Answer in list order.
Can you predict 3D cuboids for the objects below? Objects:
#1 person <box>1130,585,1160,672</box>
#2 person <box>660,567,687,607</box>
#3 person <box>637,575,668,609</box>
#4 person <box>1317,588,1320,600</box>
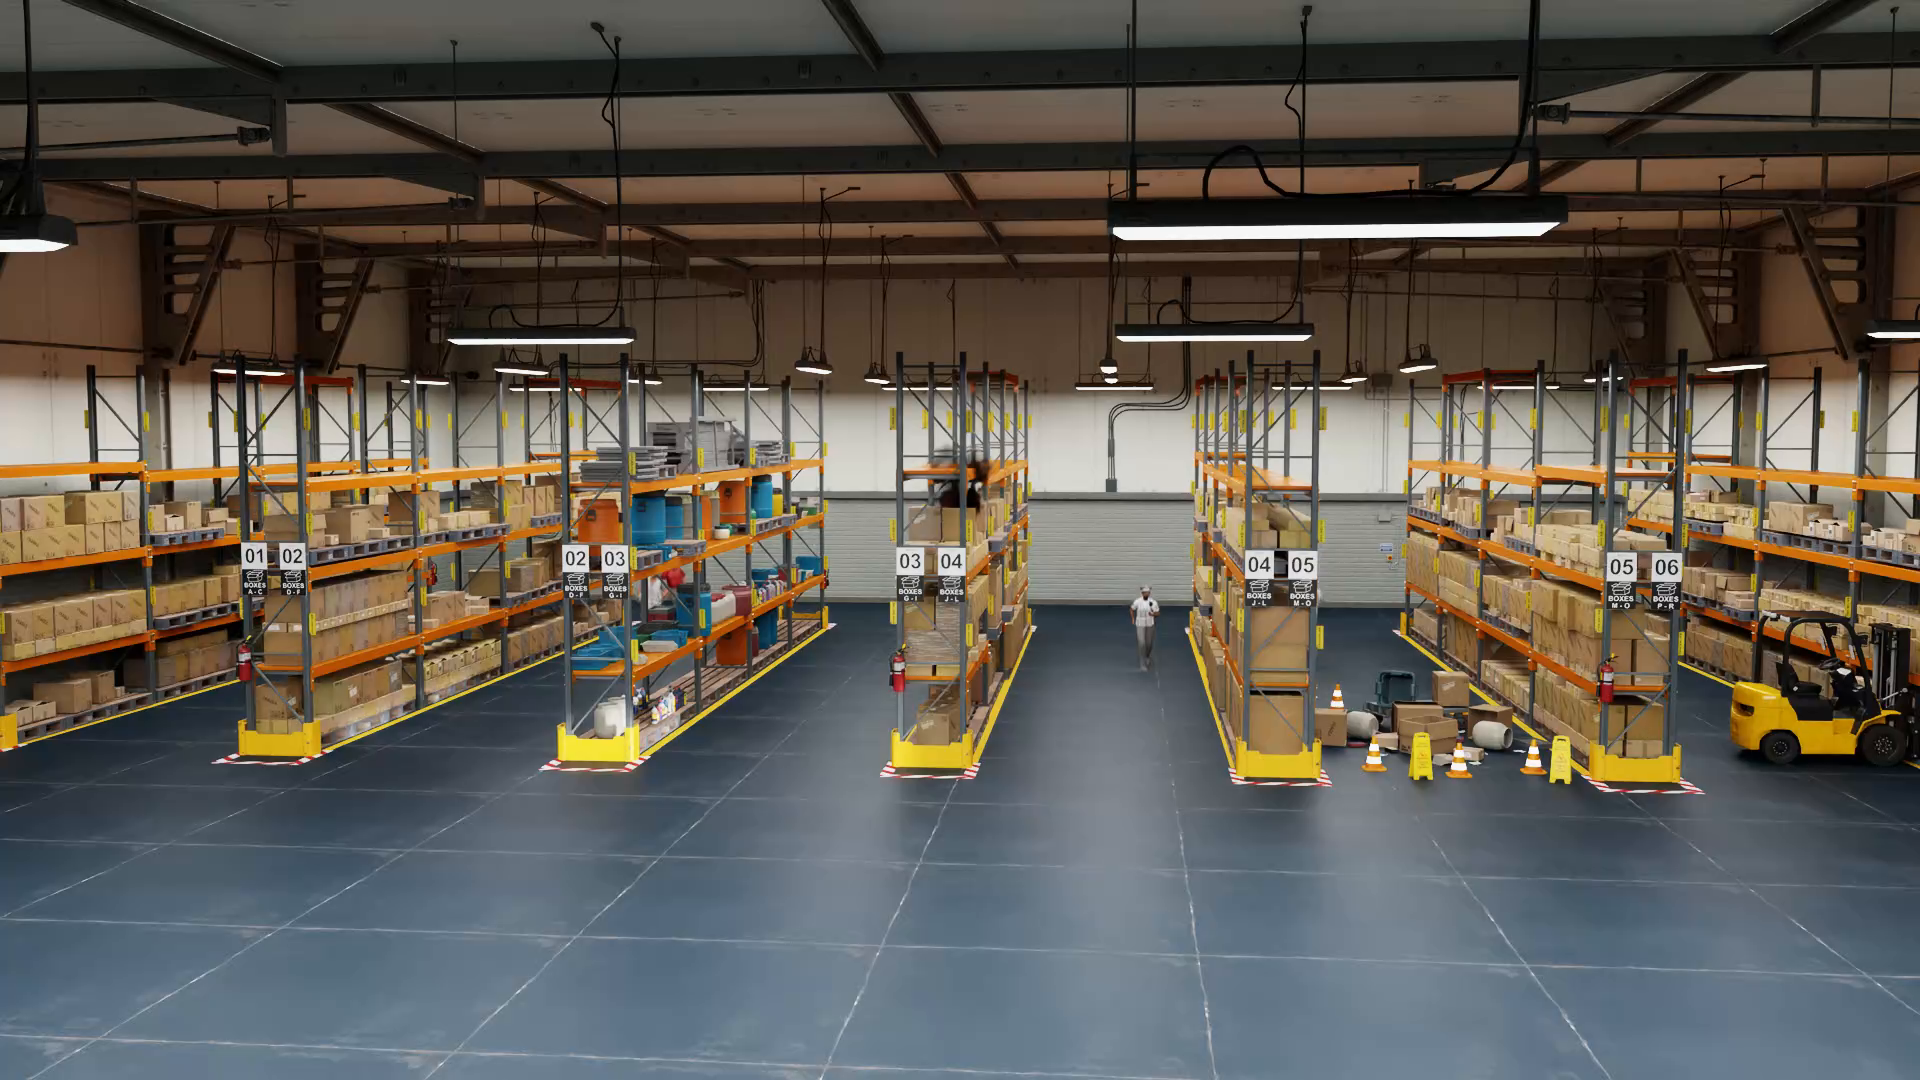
[{"bbox_3d":[3.740,1.752,33.531,0.569,1.699,0.894,0,4,-1],"label":"person"},{"bbox_3d":[-6.982,1.270,40.861,0.707,1.655,0.510,-3,5,-32],"label":"person"},{"bbox_3d":[-6.927,1.458,37.451,0.686,1.764,0.867,0,4,-6],"label":"person"},{"bbox_3d":[7.620,1.566,36.534,0.611,1.763,0.751,0,4,0],"label":"person"}]
